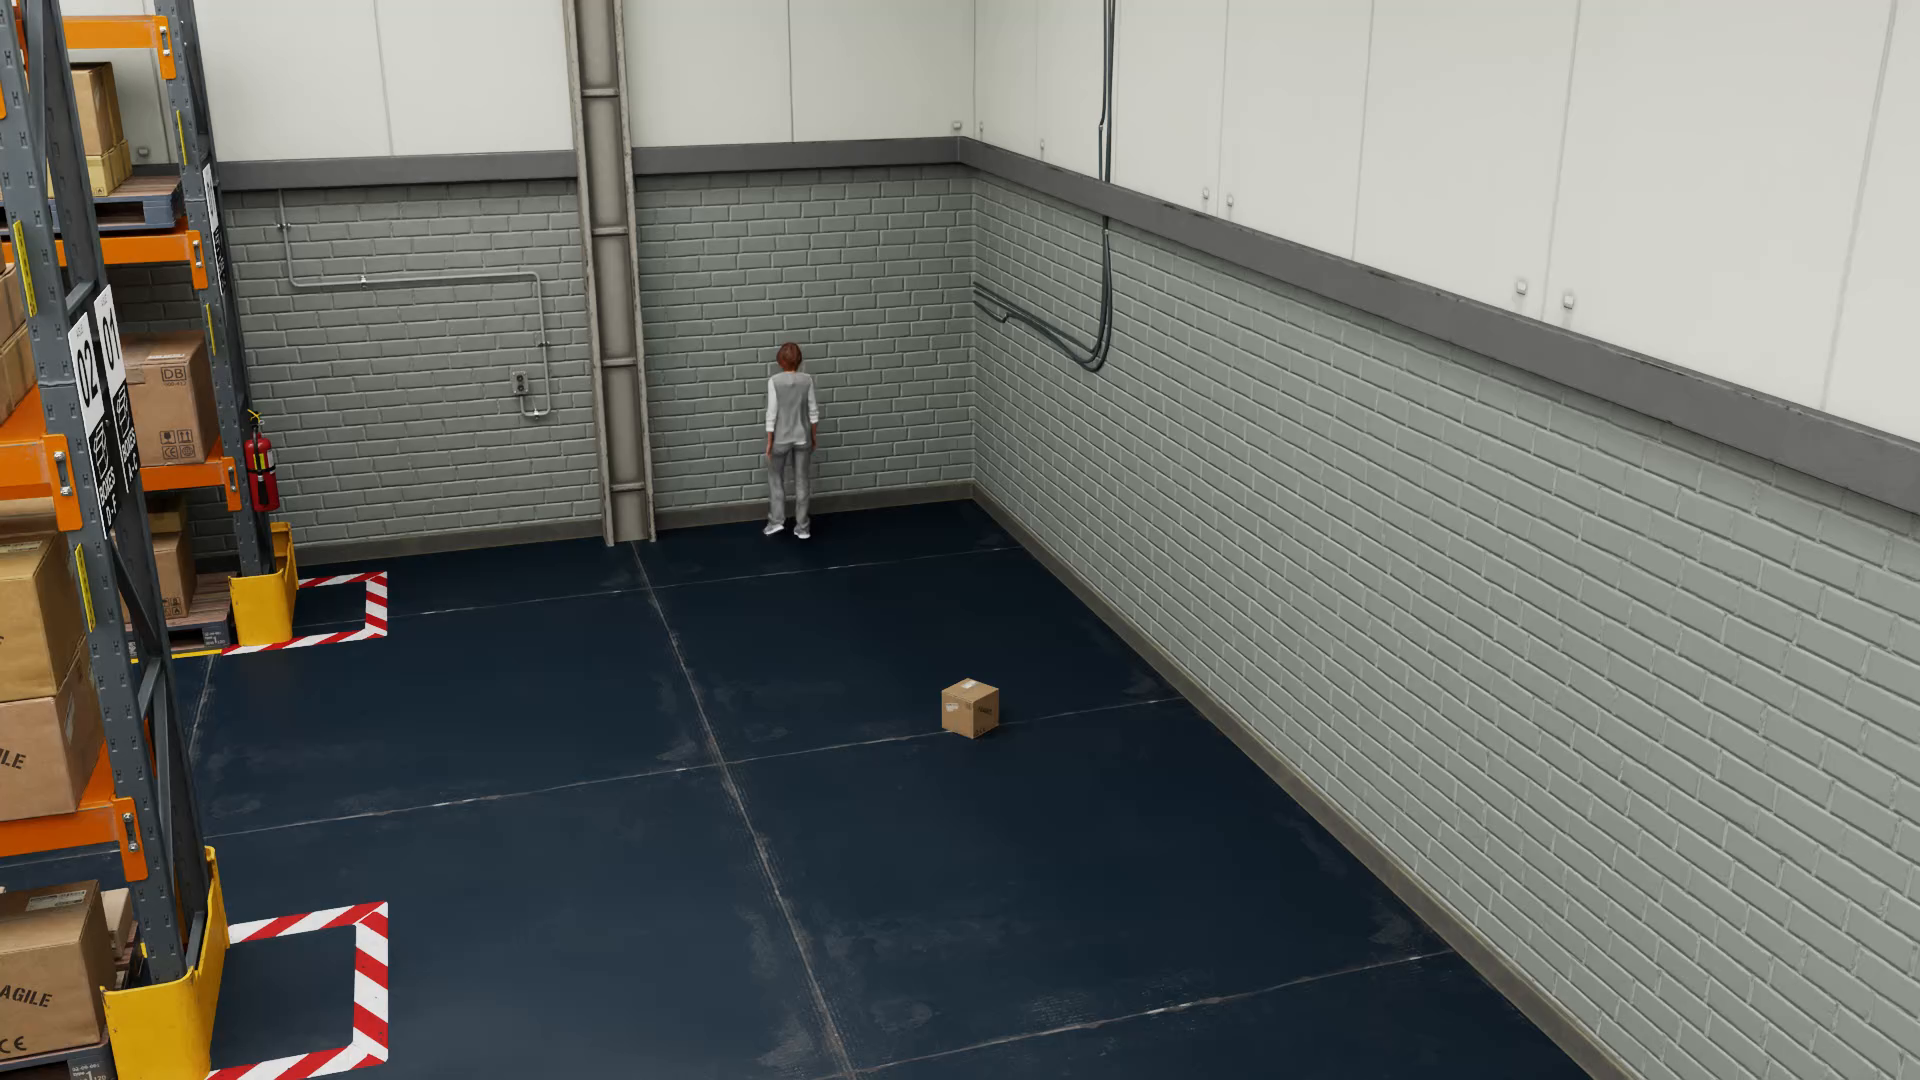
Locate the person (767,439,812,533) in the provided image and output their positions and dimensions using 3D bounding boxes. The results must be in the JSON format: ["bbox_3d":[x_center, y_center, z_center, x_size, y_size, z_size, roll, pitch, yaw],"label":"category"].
[{"bbox_3d":[-1.359,-0.501,13.331,0.354,0.841,0.380,-7,21,-19],"label":"person"}]
